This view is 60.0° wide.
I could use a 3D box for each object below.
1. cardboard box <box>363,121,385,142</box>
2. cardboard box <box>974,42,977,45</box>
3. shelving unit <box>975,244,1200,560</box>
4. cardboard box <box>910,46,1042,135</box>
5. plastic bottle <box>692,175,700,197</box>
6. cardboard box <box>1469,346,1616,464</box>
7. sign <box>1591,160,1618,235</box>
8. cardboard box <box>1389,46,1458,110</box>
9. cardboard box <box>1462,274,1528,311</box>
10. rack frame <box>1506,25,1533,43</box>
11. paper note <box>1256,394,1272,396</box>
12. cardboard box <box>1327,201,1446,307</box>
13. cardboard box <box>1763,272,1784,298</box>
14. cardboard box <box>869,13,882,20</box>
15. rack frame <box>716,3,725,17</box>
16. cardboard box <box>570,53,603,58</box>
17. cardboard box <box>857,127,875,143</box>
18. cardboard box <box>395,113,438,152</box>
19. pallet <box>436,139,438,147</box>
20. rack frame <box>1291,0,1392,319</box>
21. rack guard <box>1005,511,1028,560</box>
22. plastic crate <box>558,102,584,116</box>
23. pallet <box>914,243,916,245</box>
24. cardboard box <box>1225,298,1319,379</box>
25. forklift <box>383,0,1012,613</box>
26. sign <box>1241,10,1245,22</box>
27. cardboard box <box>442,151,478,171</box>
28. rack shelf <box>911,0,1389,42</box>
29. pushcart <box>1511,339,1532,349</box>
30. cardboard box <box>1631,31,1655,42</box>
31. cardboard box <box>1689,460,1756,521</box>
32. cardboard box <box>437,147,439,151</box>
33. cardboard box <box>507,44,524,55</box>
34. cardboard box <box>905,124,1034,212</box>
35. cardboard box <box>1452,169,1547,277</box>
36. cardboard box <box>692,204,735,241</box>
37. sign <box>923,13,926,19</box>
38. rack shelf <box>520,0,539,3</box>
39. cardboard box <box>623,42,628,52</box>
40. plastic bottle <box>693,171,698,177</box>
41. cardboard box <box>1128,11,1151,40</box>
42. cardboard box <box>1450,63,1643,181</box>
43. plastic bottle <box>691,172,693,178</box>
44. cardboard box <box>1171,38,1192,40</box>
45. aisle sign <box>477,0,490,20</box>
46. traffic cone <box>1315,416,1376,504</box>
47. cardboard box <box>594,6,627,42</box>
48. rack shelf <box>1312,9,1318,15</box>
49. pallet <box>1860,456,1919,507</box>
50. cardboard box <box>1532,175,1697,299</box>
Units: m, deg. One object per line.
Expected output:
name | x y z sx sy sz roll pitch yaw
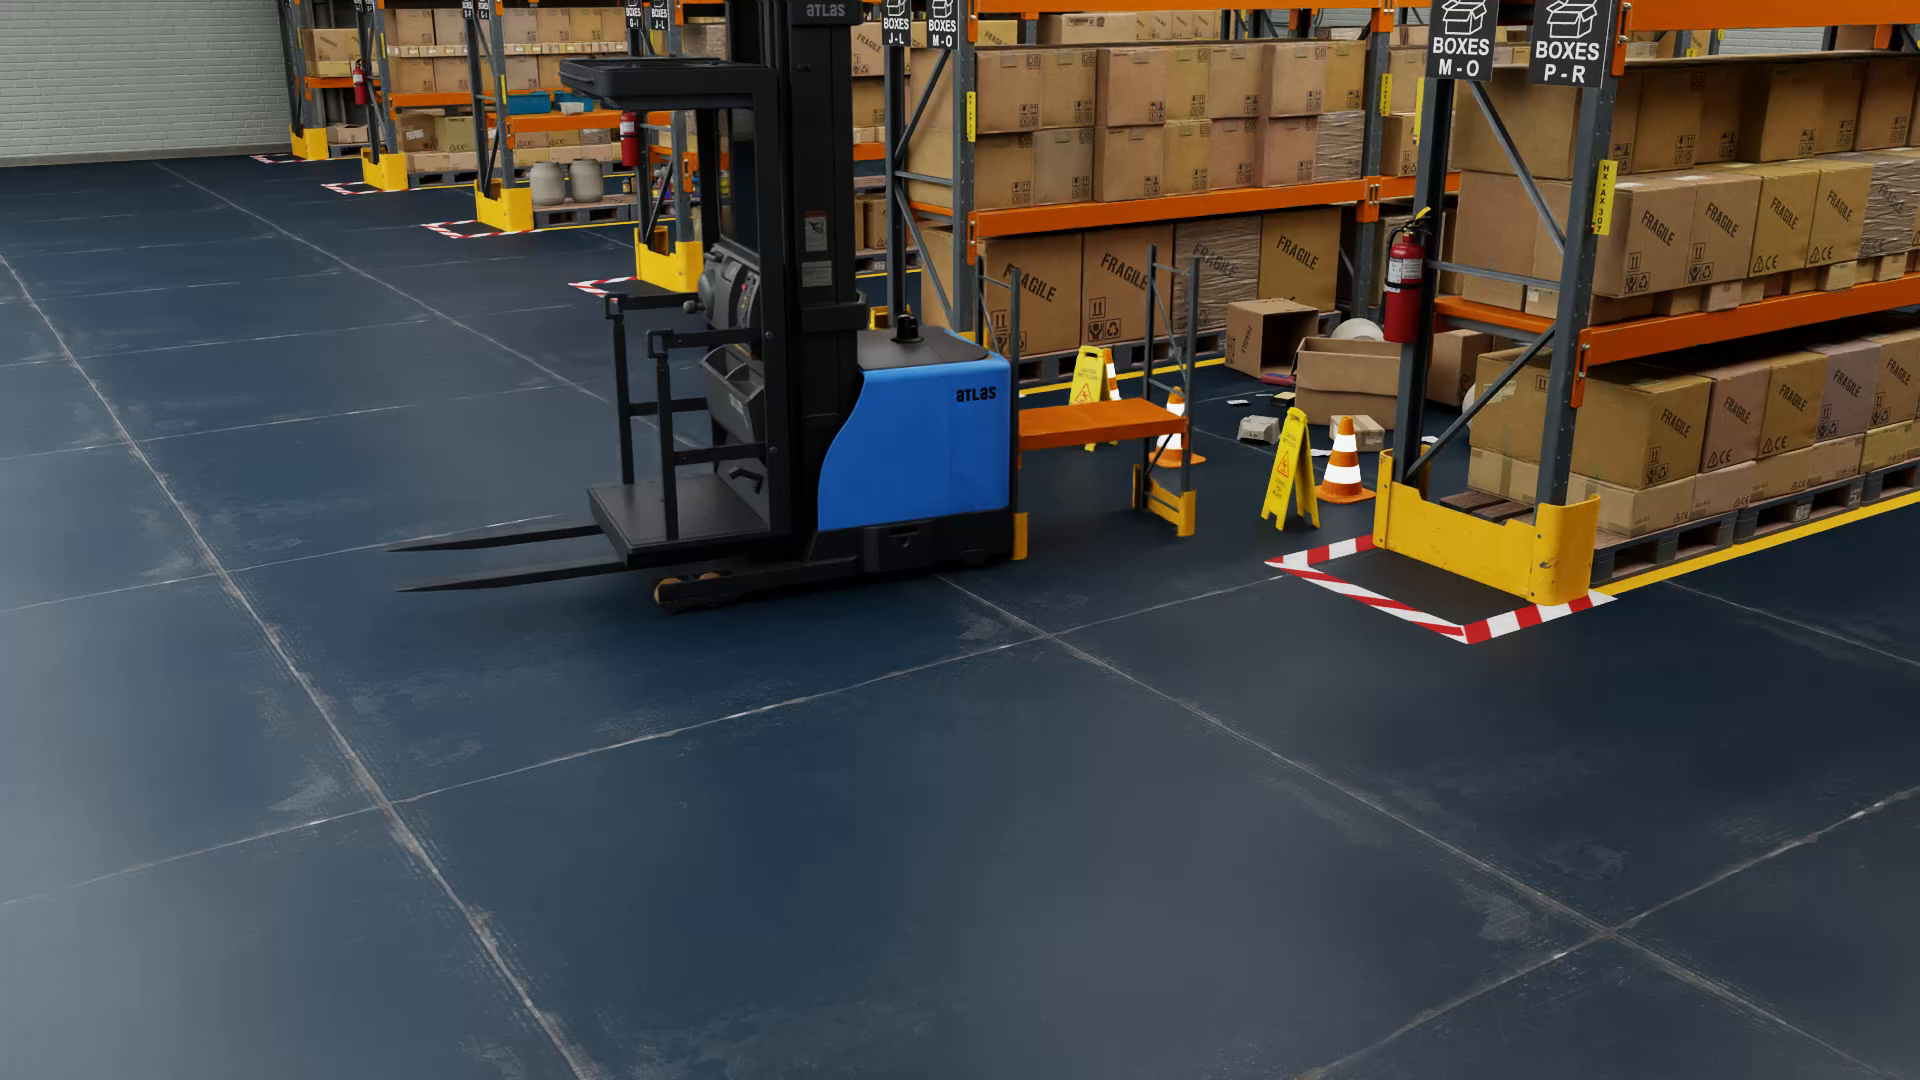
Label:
cardboard box | -9.938 -7.026 28.553 0.500 0.311 0.500 -10 21 -27
cardboard box | -0.170 -5.044 16.996 0.500 0.500 0.500 -12 22 -31
shelving unit | 0.667 -0.758 8.842 1.083 1.500 0.587 -8 20 -21
cardboard box | 0.106 -3.212 11.839 0.550 0.550 0.875 -12 22 -31
plastic bottle | -3.368 -4.509 21.169 0.097 0.271 0.097 0 19 0
cardboard box | 3.107 -0.730 8.886 0.500 0.500 0.500 -12 22 -31
sign | 2.880 -1.533 7.441 0.005 0.325 0.100 -12 22 -31
cardboard box | 3.955 -3.980 14.314 0.500 0.500 0.700 -12 22 -32
cardboard box | 2.776 -1.272 8.414 0.250 0.149 0.380 -11 22 -30
rack frame | 7.153 -6.032 22.102 0.127 3.000 1.000 -12 22 -31
paper note | 2.203 -1.049 12.029 0.123 0.001 0.032 -1 19 -3
cardboard box | 3.584 -2.545 14.645 0.750 0.750 1.050 -12 22 -32
cardboard box | 4.071 -1.376 8.722 0.250 0.149 0.380 -11 22 -30
cardboard box | -1.701 -10.322 32.968 0.500 0.250 0.500 -11 22 -30
rack frame | -4.360 -9.302 31.775 0.127 3.000 1.000 -12 22 -31
cardboard box | -5.777 -7.146 25.241 0.500 0.500 0.700 -12 22 -32
cardboard box | -1.058 -4.104 16.790 0.250 0.149 0.380 -12 22 -31
cardboard box | -8.030 -5.994 24.457 0.500 0.500 0.500 -12 22 -31
pallet | -9.262 -6.933 29.120 1.213 0.211 1.003 -12 22 -31
rack frame | 3.115 -3.278 13.957 0.127 3.000 1.000 -12 22 -31
rack guard | 0.207 -0.104 8.862 0.087 0.250 0.587 -8 20 -21
plastic crate | -4.669 -5.190 20.022 0.250 0.136 0.298 -12 22 -31
pallet | -0.070 -3.174 18.003 1.213 0.211 1.003 -12 22 -31
cardboard box | 2.383 -1.548 12.736 0.500 0.500 0.500 -8 20 -22
forklift | -1.301 -1.231 8.008 3.031 2.935 1.130 -8 20 -21
sign | 5.337 -9.933 31.340 0.005 0.325 0.100 -12 22 -31
cardboard box | -7.328 -5.589 24.429 0.500 0.250 0.500 -12 22 -31
rack shelf | 1.445 -4.006 12.550 4.000 0.370 1.077 -12 22 -31
pushcart | 4.626 -1.331 12.291 1.648 0.377 0.936 13 23 34
cardboard box | 9.527 -7.061 23.745 0.500 0.500 0.500 -13 22 -33
cardboard box | 3.838 -0.320 8.844 0.500 0.250 0.500 -11 22 -29
cardboard box | -7.618 -5.730 24.846 0.500 0.250 0.500 -12 22 -31
cardboard box | -6.584 -7.205 24.404 0.250 0.149 0.380 -12 22 -31
cardboard box | 0.060 -2.722 12.078 0.550 0.550 0.875 -12 22 -31
cardboard box | 2.883 -1.625 8.446 0.500 0.500 0.500 -12 22 -32
cardboard box | -2.338 -3.039 16.495 0.500 0.500 0.500 -8 20 -21
sign | -0.713 -10.374 33.262 0.005 0.325 0.100 -12 22 -31
rack shelf | -6.031 -10.030 30.368 4.000 0.370 1.077 -12 22 -31
cardboard box | -5.083 -7.523 25.343 0.250 0.149 0.380 -12 22 -31
plastic bottle | -3.473 -4.787 21.974 0.133 0.283 0.061 -11 21 -29
cardboard box | 3.117 -9.393 30.325 0.500 0.500 0.500 -13 22 -33
cardboard box | 2.888 -2.078 8.224 0.500 0.500 0.700 -13 22 -33
plastic bottle | -3.565 -4.691 21.702 0.135 0.276 0.152 -12 22 -31
cardboard box | 3.973 -9.104 31.032 0.500 0.500 0.500 -12 22 -31
aisle sign | -5.492 -6.384 19.083 0.004 0.787 0.394 -12 22 -31
traffic cone | 2.231 -0.487 9.660 0.334 0.463 0.336 -12 22 -31
cardboard box | -5.341 -7.855 25.314 0.500 0.500 0.700 -12 22 -31
rack shelf | 5.483 -6.760 20.695 4.000 0.370 1.077 -12 22 -31
pallet | 5.381 -0.523 10.162 1.213 0.211 1.003 -12 22 -31
cardboard box | 3.129 -1.465 7.973 0.500 0.500 0.500 -12 22 -32
